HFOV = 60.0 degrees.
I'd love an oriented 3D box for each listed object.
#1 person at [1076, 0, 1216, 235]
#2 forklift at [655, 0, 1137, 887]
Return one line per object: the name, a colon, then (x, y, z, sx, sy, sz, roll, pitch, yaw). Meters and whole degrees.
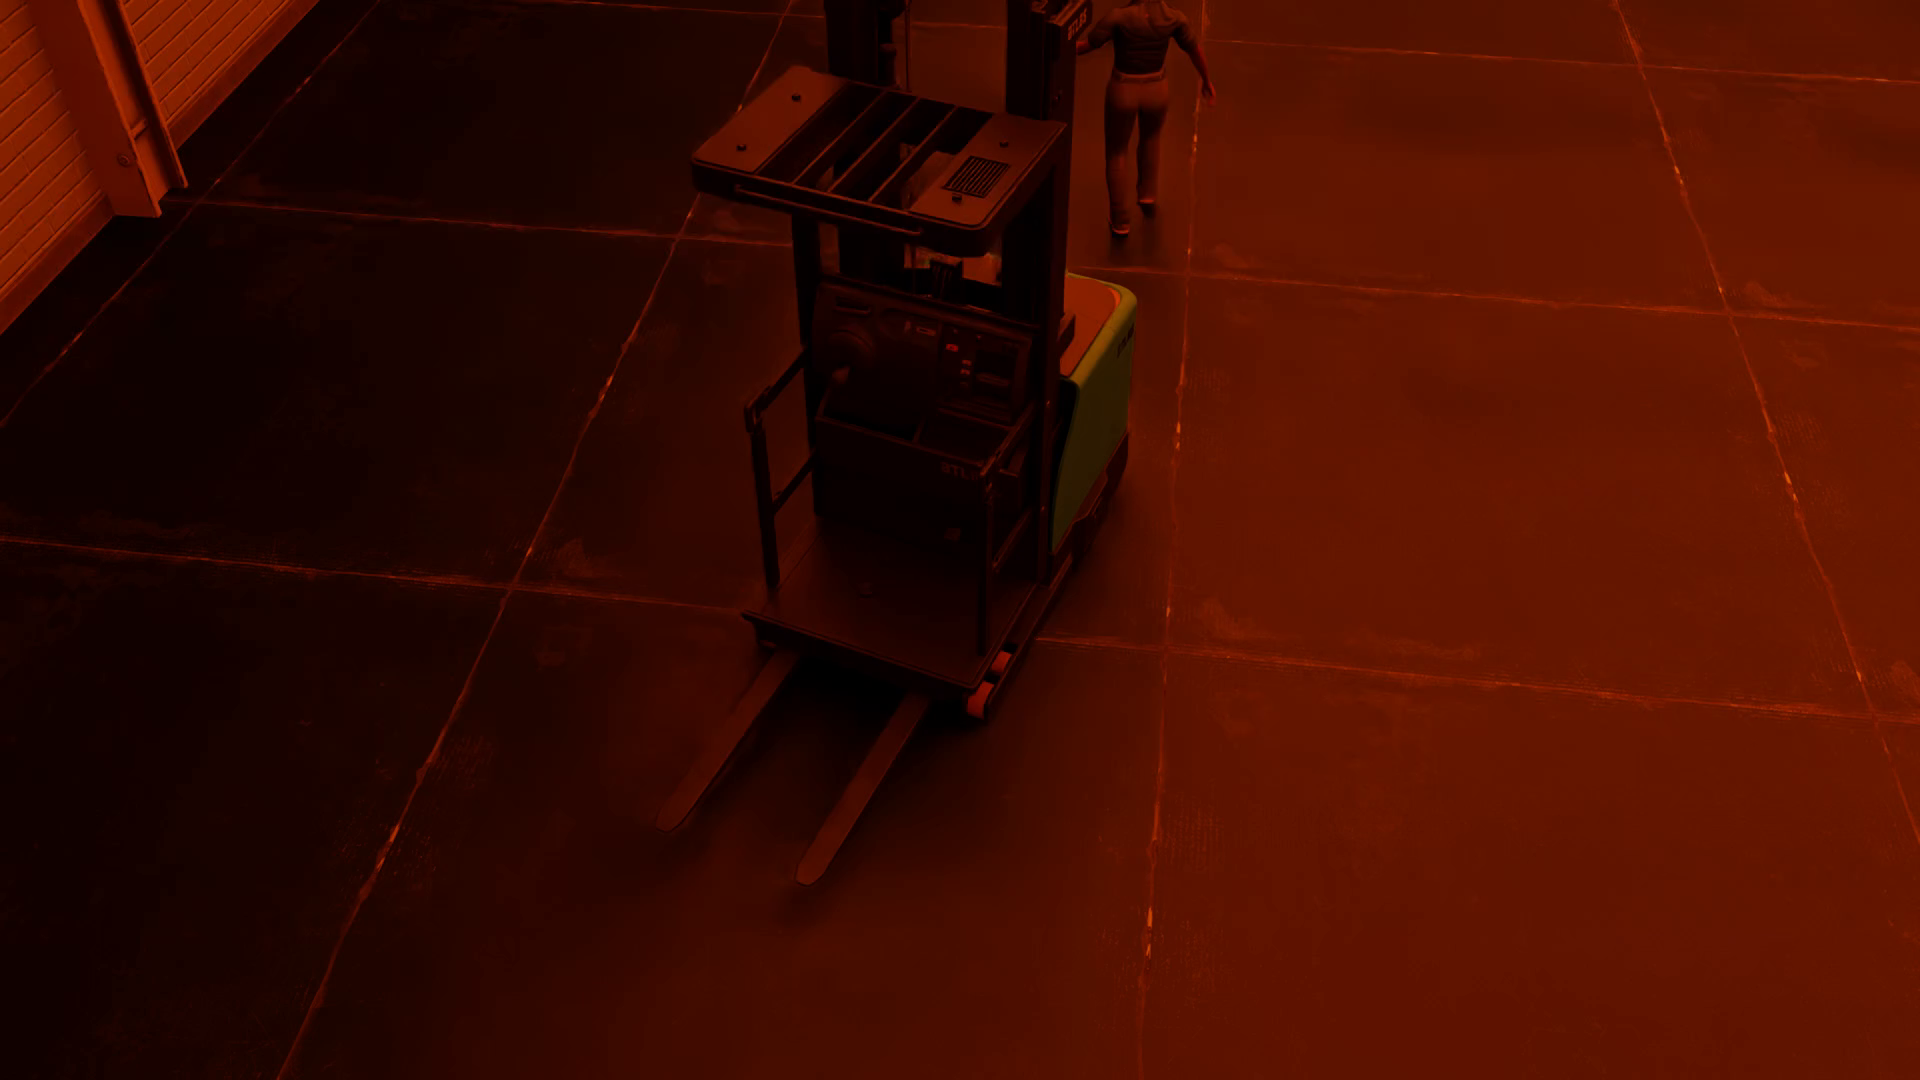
person: (1.014, -2.556, 9.511, 0.899, 1.687, 0.551, -3, 43, -3)
forklift: (-0.245, -0.656, 6.438, 1.130, 2.935, 3.031, 17, 45, 18)
